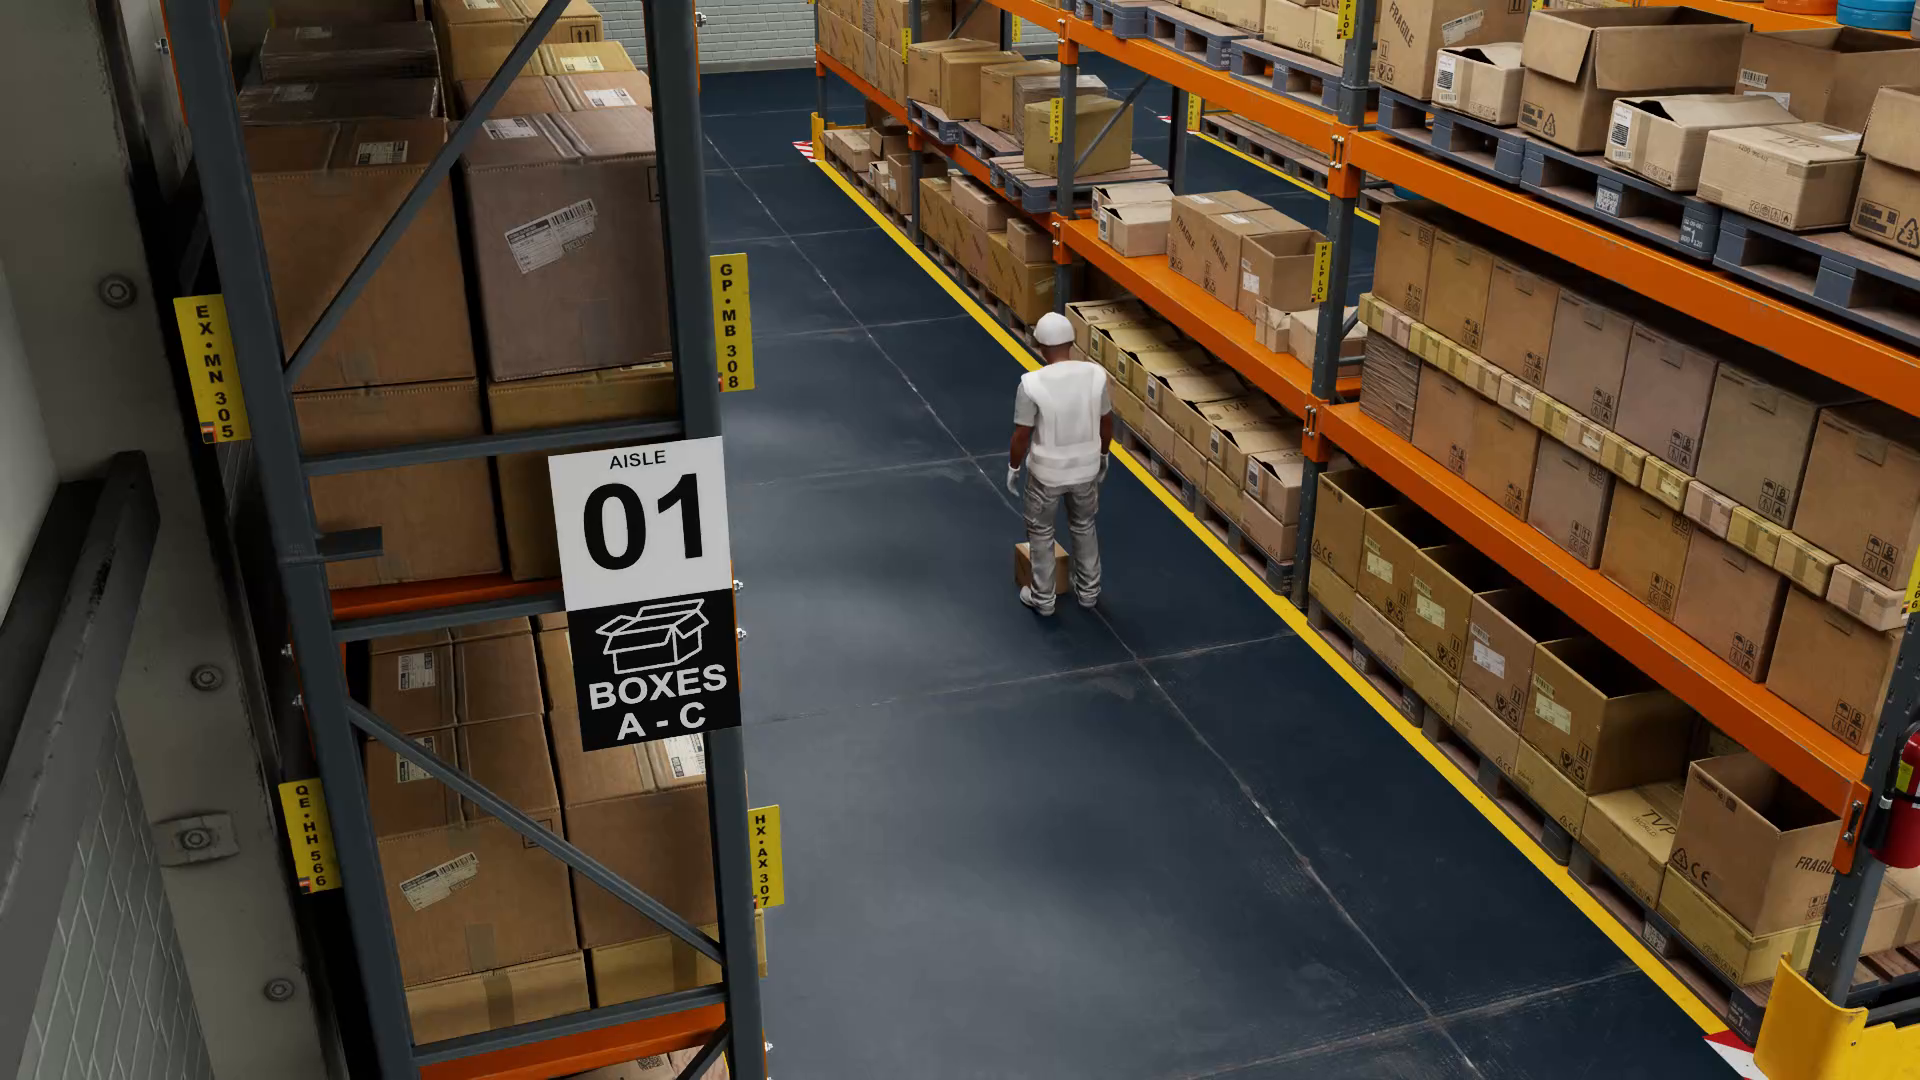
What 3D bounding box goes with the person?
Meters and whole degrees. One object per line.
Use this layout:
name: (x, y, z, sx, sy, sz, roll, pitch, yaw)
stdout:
person: (0.567, -0.420, 9.459, 0.629, 1.774, 0.452, -9, 27, -17)
